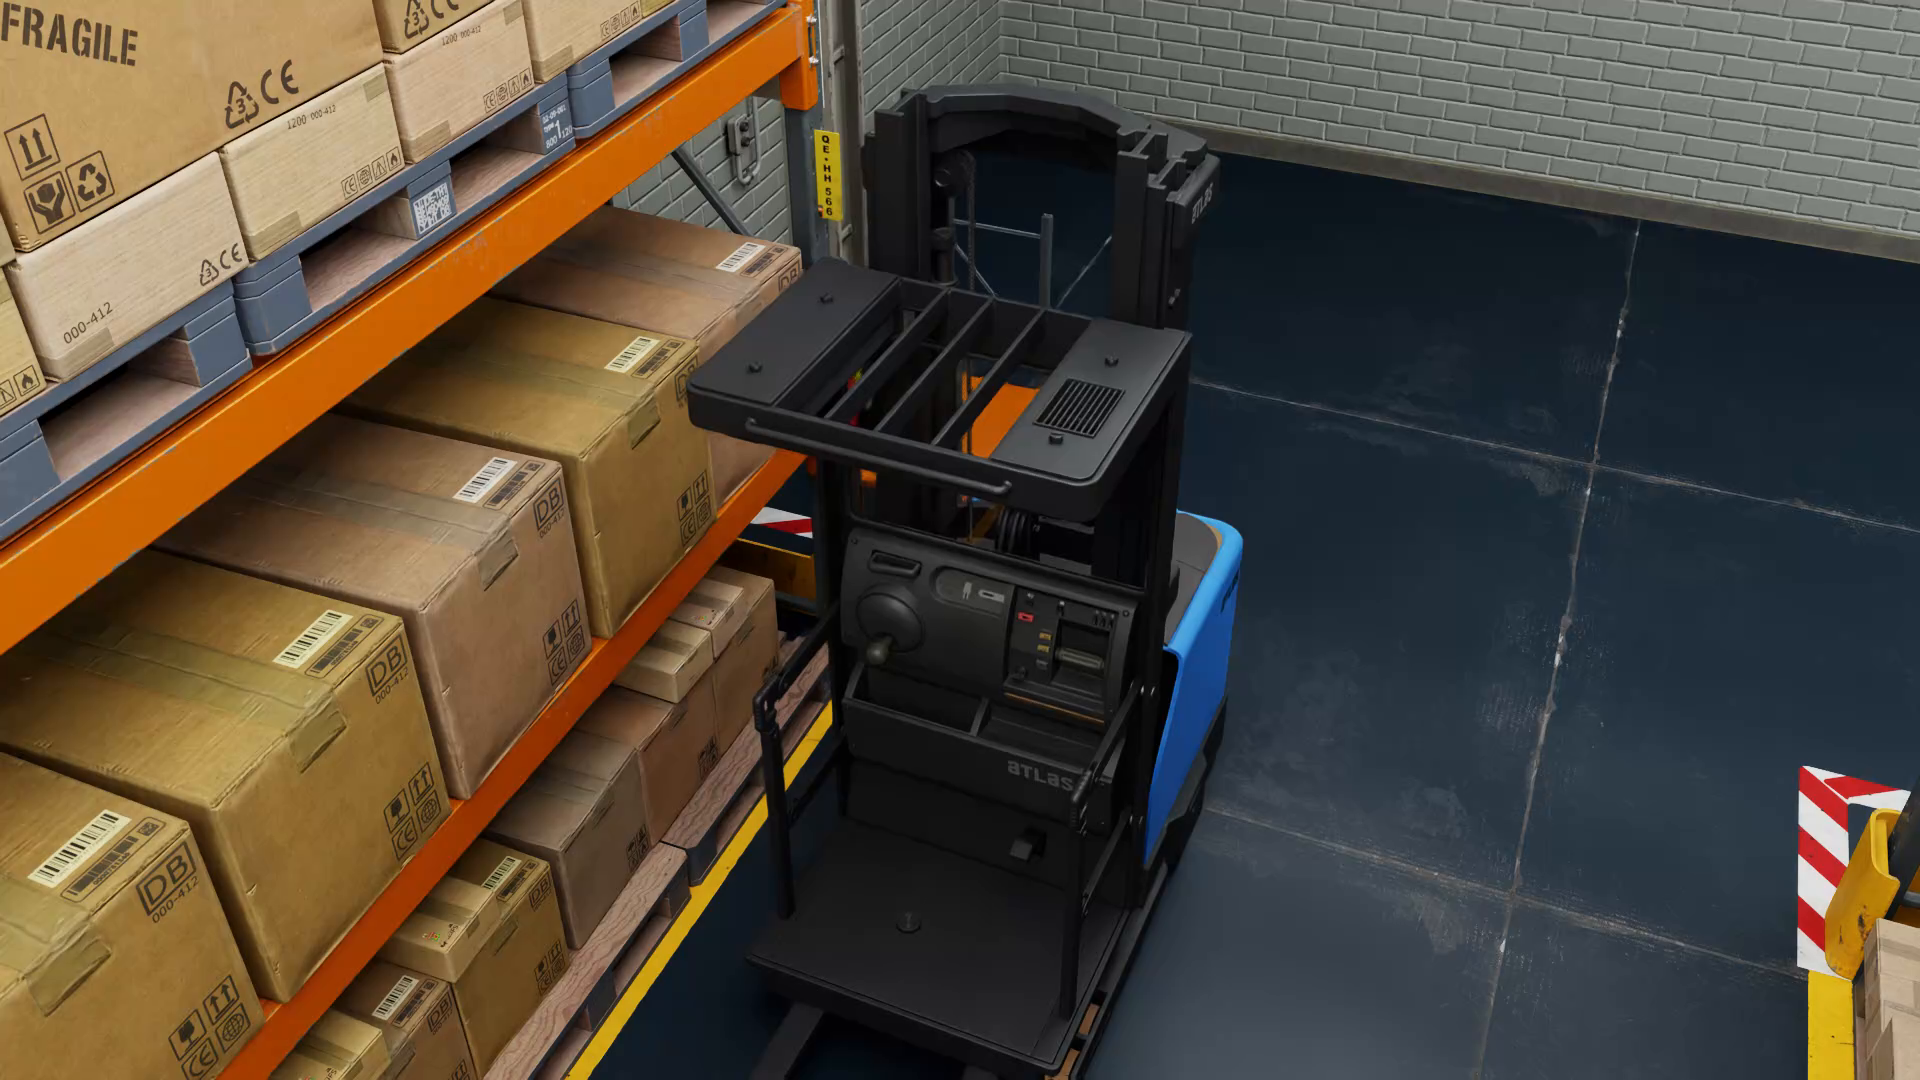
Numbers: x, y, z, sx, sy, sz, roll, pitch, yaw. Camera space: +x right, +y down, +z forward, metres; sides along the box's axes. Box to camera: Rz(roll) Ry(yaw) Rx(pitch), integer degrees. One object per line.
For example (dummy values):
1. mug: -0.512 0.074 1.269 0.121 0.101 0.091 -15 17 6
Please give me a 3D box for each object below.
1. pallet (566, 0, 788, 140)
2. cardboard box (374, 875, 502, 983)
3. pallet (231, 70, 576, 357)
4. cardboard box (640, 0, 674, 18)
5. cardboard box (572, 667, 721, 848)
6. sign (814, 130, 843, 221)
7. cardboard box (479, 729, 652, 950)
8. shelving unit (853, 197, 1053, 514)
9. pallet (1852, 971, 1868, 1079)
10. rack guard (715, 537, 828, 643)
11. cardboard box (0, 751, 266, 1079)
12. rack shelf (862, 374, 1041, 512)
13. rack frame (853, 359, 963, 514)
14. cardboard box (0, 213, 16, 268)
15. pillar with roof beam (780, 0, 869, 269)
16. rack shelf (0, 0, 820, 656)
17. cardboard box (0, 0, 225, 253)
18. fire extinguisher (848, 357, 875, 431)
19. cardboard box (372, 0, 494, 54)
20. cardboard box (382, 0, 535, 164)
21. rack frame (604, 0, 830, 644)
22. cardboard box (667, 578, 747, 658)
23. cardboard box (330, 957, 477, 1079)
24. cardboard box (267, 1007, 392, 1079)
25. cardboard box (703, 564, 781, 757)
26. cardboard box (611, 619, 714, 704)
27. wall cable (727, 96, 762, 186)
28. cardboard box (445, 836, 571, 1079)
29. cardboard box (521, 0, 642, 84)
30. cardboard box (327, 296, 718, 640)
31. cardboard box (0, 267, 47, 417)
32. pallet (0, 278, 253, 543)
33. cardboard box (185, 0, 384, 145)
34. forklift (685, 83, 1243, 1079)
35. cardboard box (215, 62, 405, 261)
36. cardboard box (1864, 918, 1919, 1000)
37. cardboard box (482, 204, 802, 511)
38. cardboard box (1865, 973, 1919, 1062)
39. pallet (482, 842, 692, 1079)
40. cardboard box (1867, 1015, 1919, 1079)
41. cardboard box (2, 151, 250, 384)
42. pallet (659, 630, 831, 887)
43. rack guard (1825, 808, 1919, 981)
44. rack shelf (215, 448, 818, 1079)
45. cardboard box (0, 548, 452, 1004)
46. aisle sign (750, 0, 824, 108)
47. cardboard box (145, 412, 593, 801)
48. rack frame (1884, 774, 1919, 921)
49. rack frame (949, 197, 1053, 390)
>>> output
1. pallet: -1.227 -1.588 4.938 1.003 0.211 1.213 14 39 18
2. cardboard box: -1.600 1.125 4.935 0.380 0.149 0.250 13 39 16
3. pallet: -1.690 -0.910 4.031 1.003 0.211 1.213 14 39 18
4. cardboard box: -0.988 -1.719 4.730 0.500 0.250 0.500 15 39 19
5. cardboard box: -1.319 0.685 6.065 0.700 0.500 0.500 14 39 18
6. sign: -0.458 -1.263 5.769 0.100 0.325 0.005 14 39 18
7. cardboard box: -1.510 0.964 5.693 0.700 0.500 0.500 13 39 16
8. shelving unit: -0.029 -0.559 7.245 0.587 1.500 1.083 14 39 18
9. pallet: 3.296 1.892 5.043 1.003 0.211 1.213 14 39 18
10. rack guard: -0.946 0.152 7.128 1.175 0.500 0.348 14 39 18
11. cardboard box: -2.255 0.962 3.706 0.980 0.700 0.700 14 39 18
12. rack shelf: -0.032 -0.409 7.345 0.538 0.185 1.000 14 39 18
13. rack frame: -0.226 -0.272 6.861 0.500 1.500 0.032 14 39 18
14. cardboard box: -1.946 -0.602 2.609 0.500 0.500 0.500 13 39 17
15. pillar with roof beam: 3.254 -3.950 5.518 9.100 9.000 0.400 14 39 18
16. rack shelf: -1.716 -0.641 4.198 1.077 0.370 4.000 14 39 18
17. cardboard box: -1.756 -0.888 2.991 0.500 0.500 0.500 13 39 17
18. fire extinguisher: -0.471 -0.634 6.468 0.296 0.674 0.183 14 39 18
19. cardboard box: -1.372 -1.453 3.747 0.500 0.500 0.500 12 38 16
20. cardboard box: -1.378 -1.142 3.957 0.500 0.250 0.500 13 39 16
21. rack frame: -0.955 -0.835 6.362 1.000 3.000 0.127 14 39 18
22. cardboard box: -1.009 0.261 6.091 0.380 0.149 0.250 13 39 17
23. cardboard box: -1.903 1.544 4.916 0.700 0.500 0.500 13 39 17
24. cardboard box: -1.798 1.414 4.549 0.380 0.149 0.250 15 39 19
25. cardboard box: -1.129 0.408 6.436 0.700 0.500 0.500 14 39 18
26. cardboard box: -1.106 0.402 5.902 0.380 0.149 0.250 15 39 19
27. wall cable: -1.342 -2.167 7.295 0.084 1.984 1.851 14 39 18
28. cardboard box: -1.706 1.260 5.295 0.700 0.500 0.500 15 39 19
29. cardboard box: -1.185 -1.431 4.344 0.500 0.250 0.500 12 39 16
30. cardboard box: -1.406 -0.266 5.349 0.980 0.700 0.700 14 39 17
31. cardboard box: -1.970 -0.293 2.822 0.500 0.250 0.500 14 39 18
32. pallet: -2.156 -0.237 3.131 1.003 0.211 1.213 14 39 18
33. cardboard box: -1.573 -1.162 3.359 0.500 0.500 0.500 14 39 18
34. forklift: -0.014 0.323 4.870 1.130 2.935 3.031 15 39 19
35. cardboard box: -1.575 -0.858 3.577 0.500 0.250 0.500 13 39 17
36. cardboard box: 3.151 1.410 5.372 0.380 0.149 0.250 14 39 18
37. cardboard box: -1.140 -0.671 5.892 0.980 0.700 0.700 16 40 20
38. cardboard box: 3.055 1.541 5.181 0.380 0.166 0.250 14 39 18
39. pallet: -1.652 1.415 5.681 1.003 0.211 1.213 14 39 18
40. cardboard box: 2.968 1.729 4.860 0.500 0.250 0.500 14 39 18
41. cardboard box: -1.763 -0.572 3.195 0.500 0.250 0.500 13 39 17
42. pallet: -1.187 0.742 6.581 1.003 0.211 1.213 14 39 18
43. rack guard: 3.599 1.334 5.547 1.175 0.500 0.348 14 39 18
44. rack shelf: -1.716 0.560 5.096 1.077 0.370 4.000 14 39 18
45. cardboard box: -1.972 0.559 4.245 0.980 0.700 0.700 13 39 17
46. aisle sign: -0.650 -1.848 5.546 0.394 0.787 0.004 14 39 18
47. cardboard box: -1.705 0.154 4.787 0.980 0.700 0.700 12 38 16
48. rack frame: 3.628 0.291 4.855 1.000 3.000 0.127 14 39 18
49. rack frame: 0.161 -0.835 7.614 0.500 1.500 0.032 14 39 18
